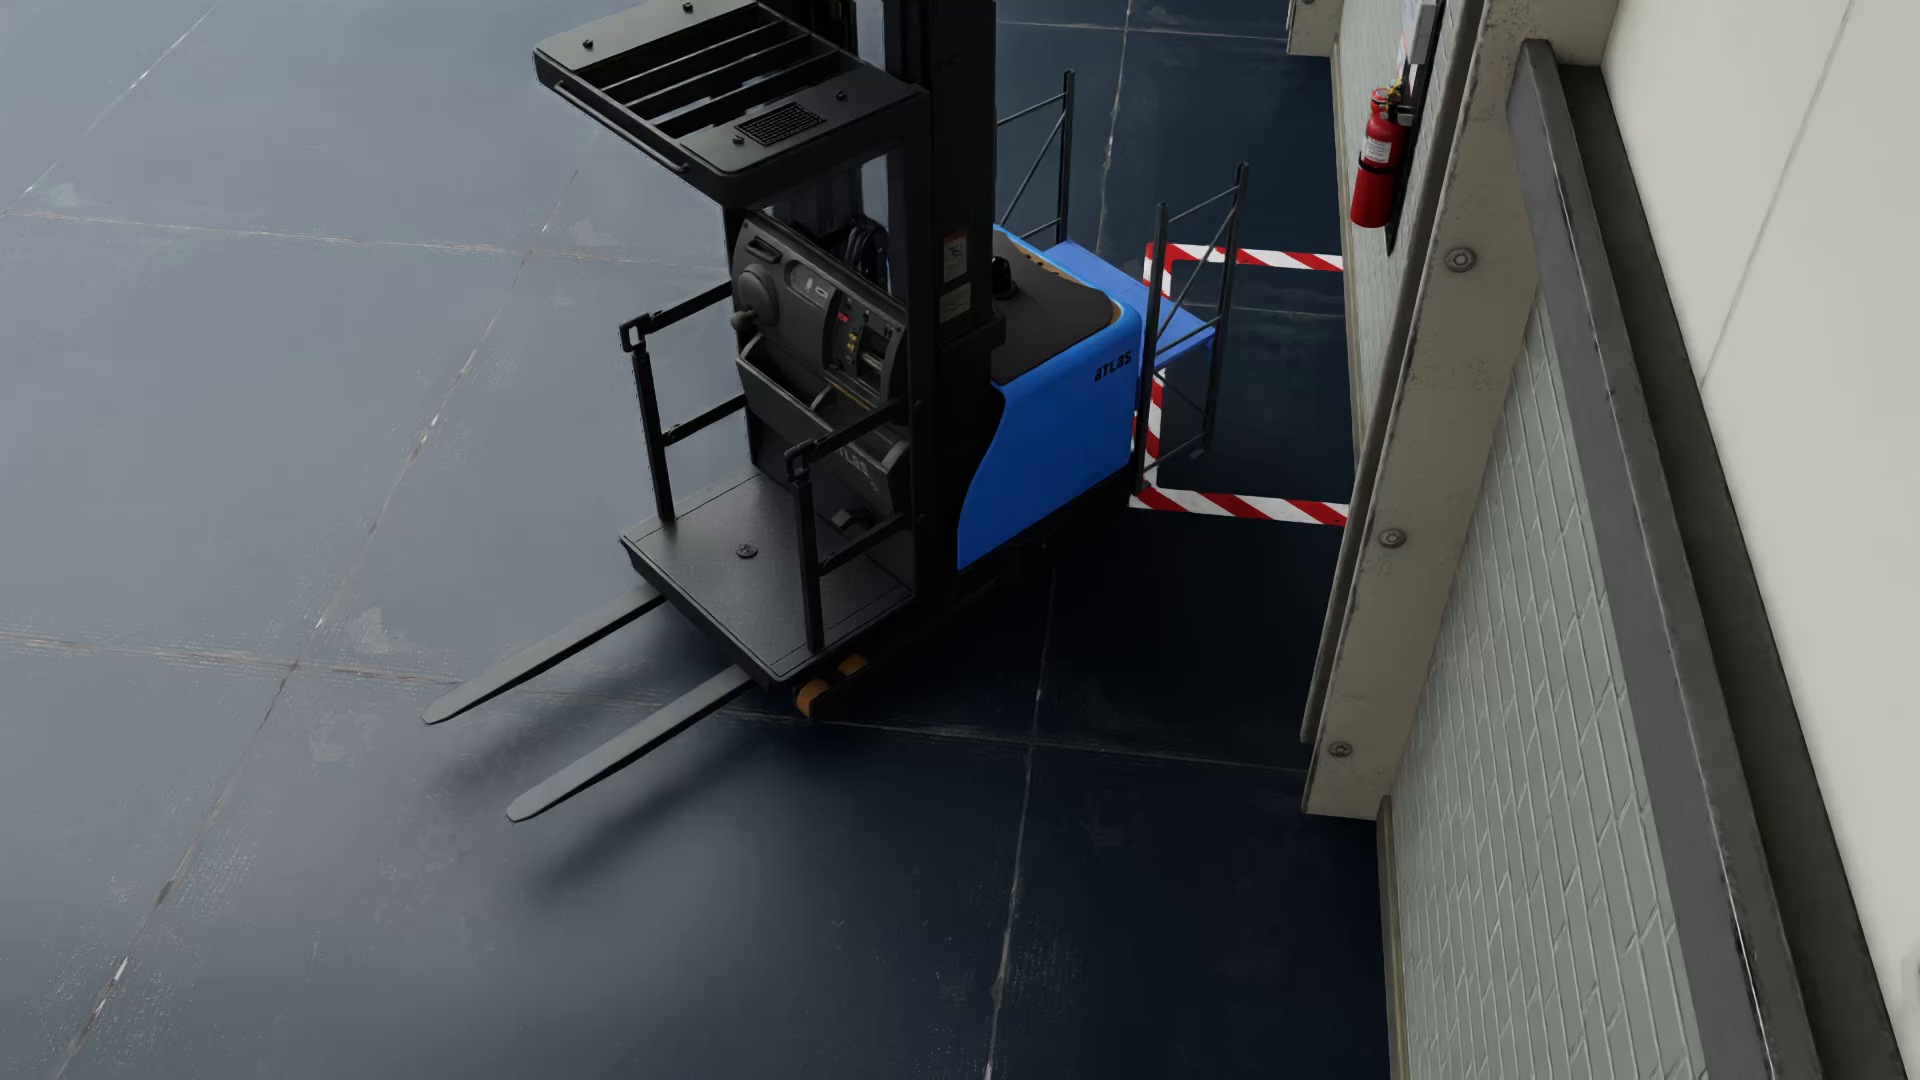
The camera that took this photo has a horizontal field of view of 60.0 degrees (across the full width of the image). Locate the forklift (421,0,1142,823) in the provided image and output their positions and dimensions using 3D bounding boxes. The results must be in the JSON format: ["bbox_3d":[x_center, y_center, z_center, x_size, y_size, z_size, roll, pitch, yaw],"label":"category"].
[{"bbox_3d":[-0.681,-0.767,5.951,3.031,2.935,1.130,-32,52,-29],"label":"forklift"}]

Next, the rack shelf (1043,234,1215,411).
[{"bbox_3d":[0.634,-0.998,7.497,0.538,0.185,1.000,-31,51,-28],"label":"rack shelf"}]

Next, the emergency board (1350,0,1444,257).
[{"bbox_3d":[1.818,-1.875,7.071,0.194,1.169,0.643,5,44,6],"label":"emergency board"}]

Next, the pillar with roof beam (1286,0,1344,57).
[{"bbox_3d":[-2.020,-6.853,7.965,9.100,9.000,0.400,5,44,6],"label":"pillar with roof beam"}]

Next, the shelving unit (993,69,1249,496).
[{"bbox_3d":[0.634,-1.128,7.373,0.538,1.500,1.048,-31,51,-28],"label":"shelving unit"}]

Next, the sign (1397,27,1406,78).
[{"bbox_3d":[1.994,-2.256,7.447,0.001,0.329,0.234,5,44,6],"label":"sign"}]

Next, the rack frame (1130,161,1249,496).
[{"bbox_3d":[0.965,-0.863,7.093,0.500,1.500,0.032,-31,51,-28],"label":"rack frame"}]

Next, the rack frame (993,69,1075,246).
[{"bbox_3d":[0.303,-1.394,7.653,0.500,1.500,0.032,-31,51,-28],"label":"rack frame"}]

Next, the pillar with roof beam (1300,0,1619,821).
[{"bbox_3d":[-2.813,-2.764,3.647,9.100,9.000,0.400,5,44,6],"label":"pillar with roof beam"}]
